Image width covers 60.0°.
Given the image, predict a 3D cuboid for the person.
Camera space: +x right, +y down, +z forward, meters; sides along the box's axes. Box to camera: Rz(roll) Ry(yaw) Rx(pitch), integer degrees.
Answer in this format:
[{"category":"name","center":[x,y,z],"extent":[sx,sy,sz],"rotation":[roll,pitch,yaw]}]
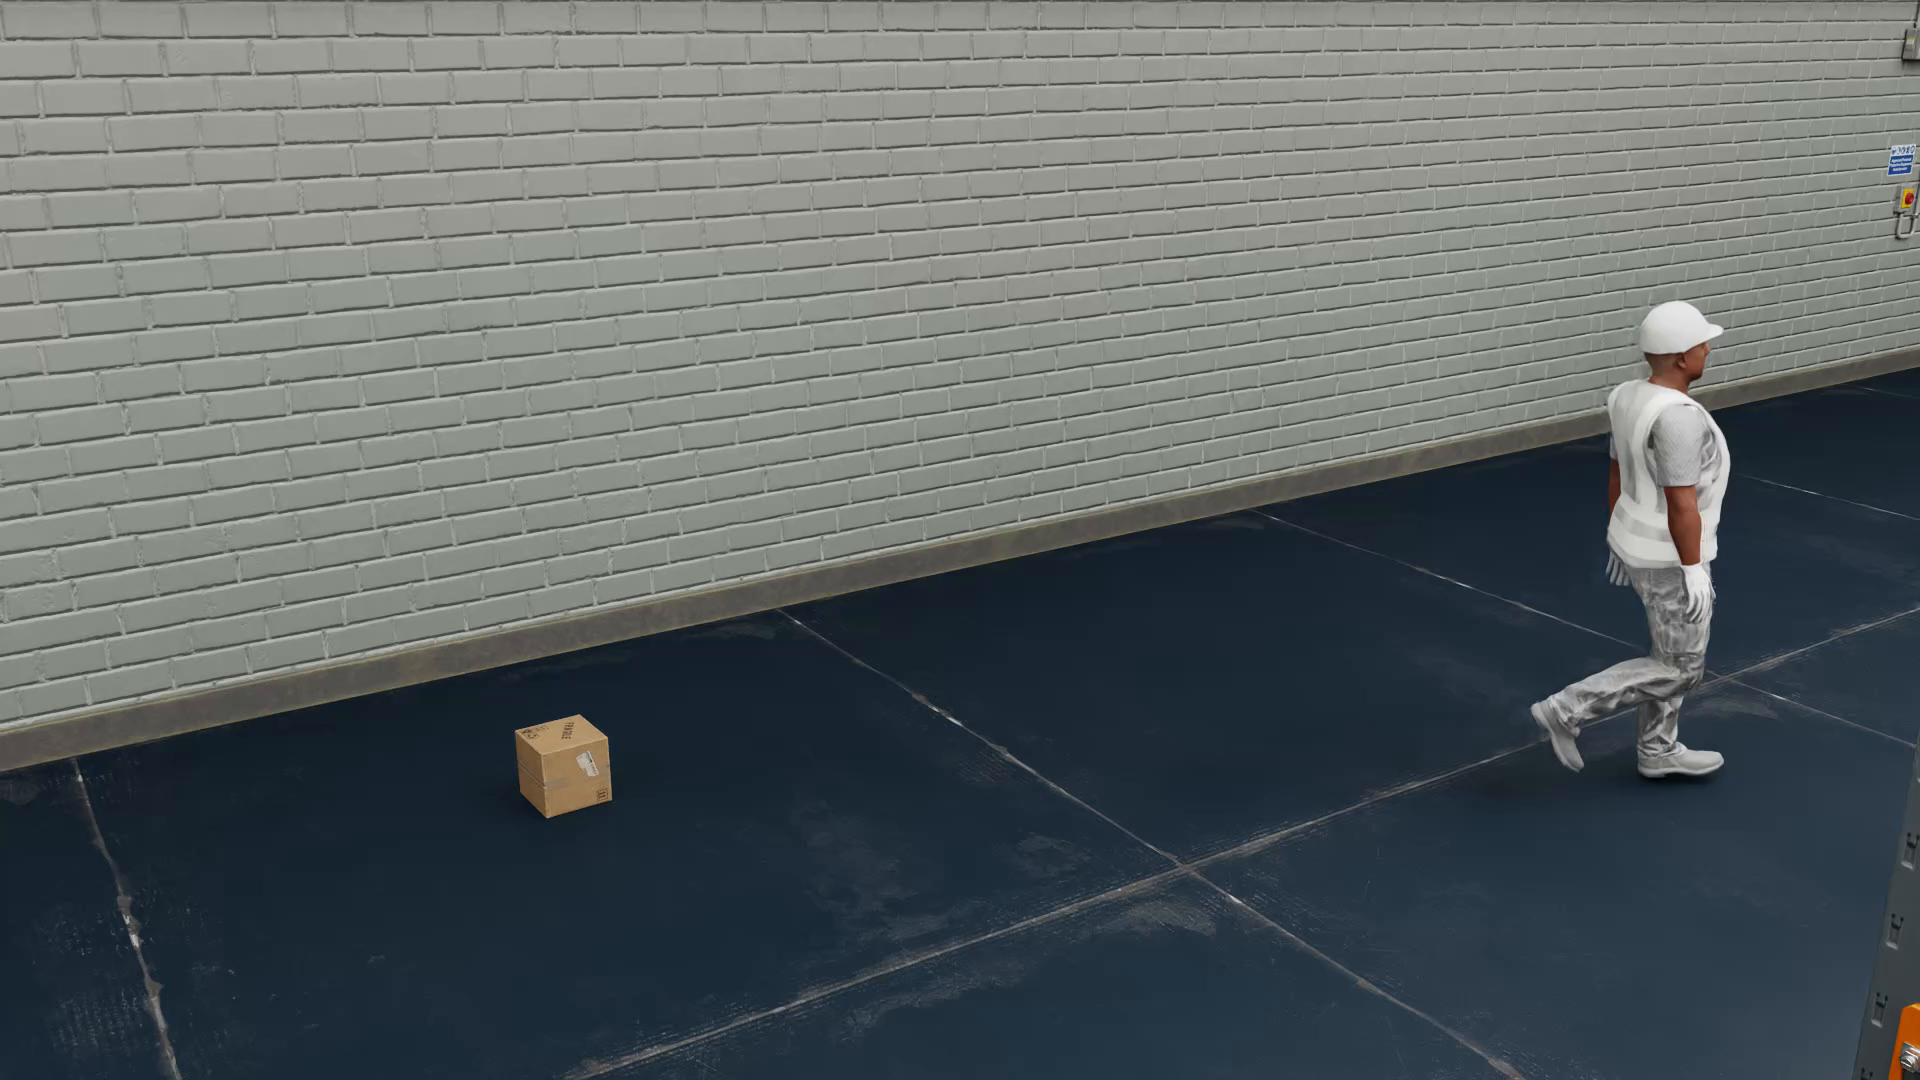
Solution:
[{"category":"person","center":[2.465,0.039,5.853],"extent":[0.695,1.769,0.562],"rotation":[2,18,7]}]
